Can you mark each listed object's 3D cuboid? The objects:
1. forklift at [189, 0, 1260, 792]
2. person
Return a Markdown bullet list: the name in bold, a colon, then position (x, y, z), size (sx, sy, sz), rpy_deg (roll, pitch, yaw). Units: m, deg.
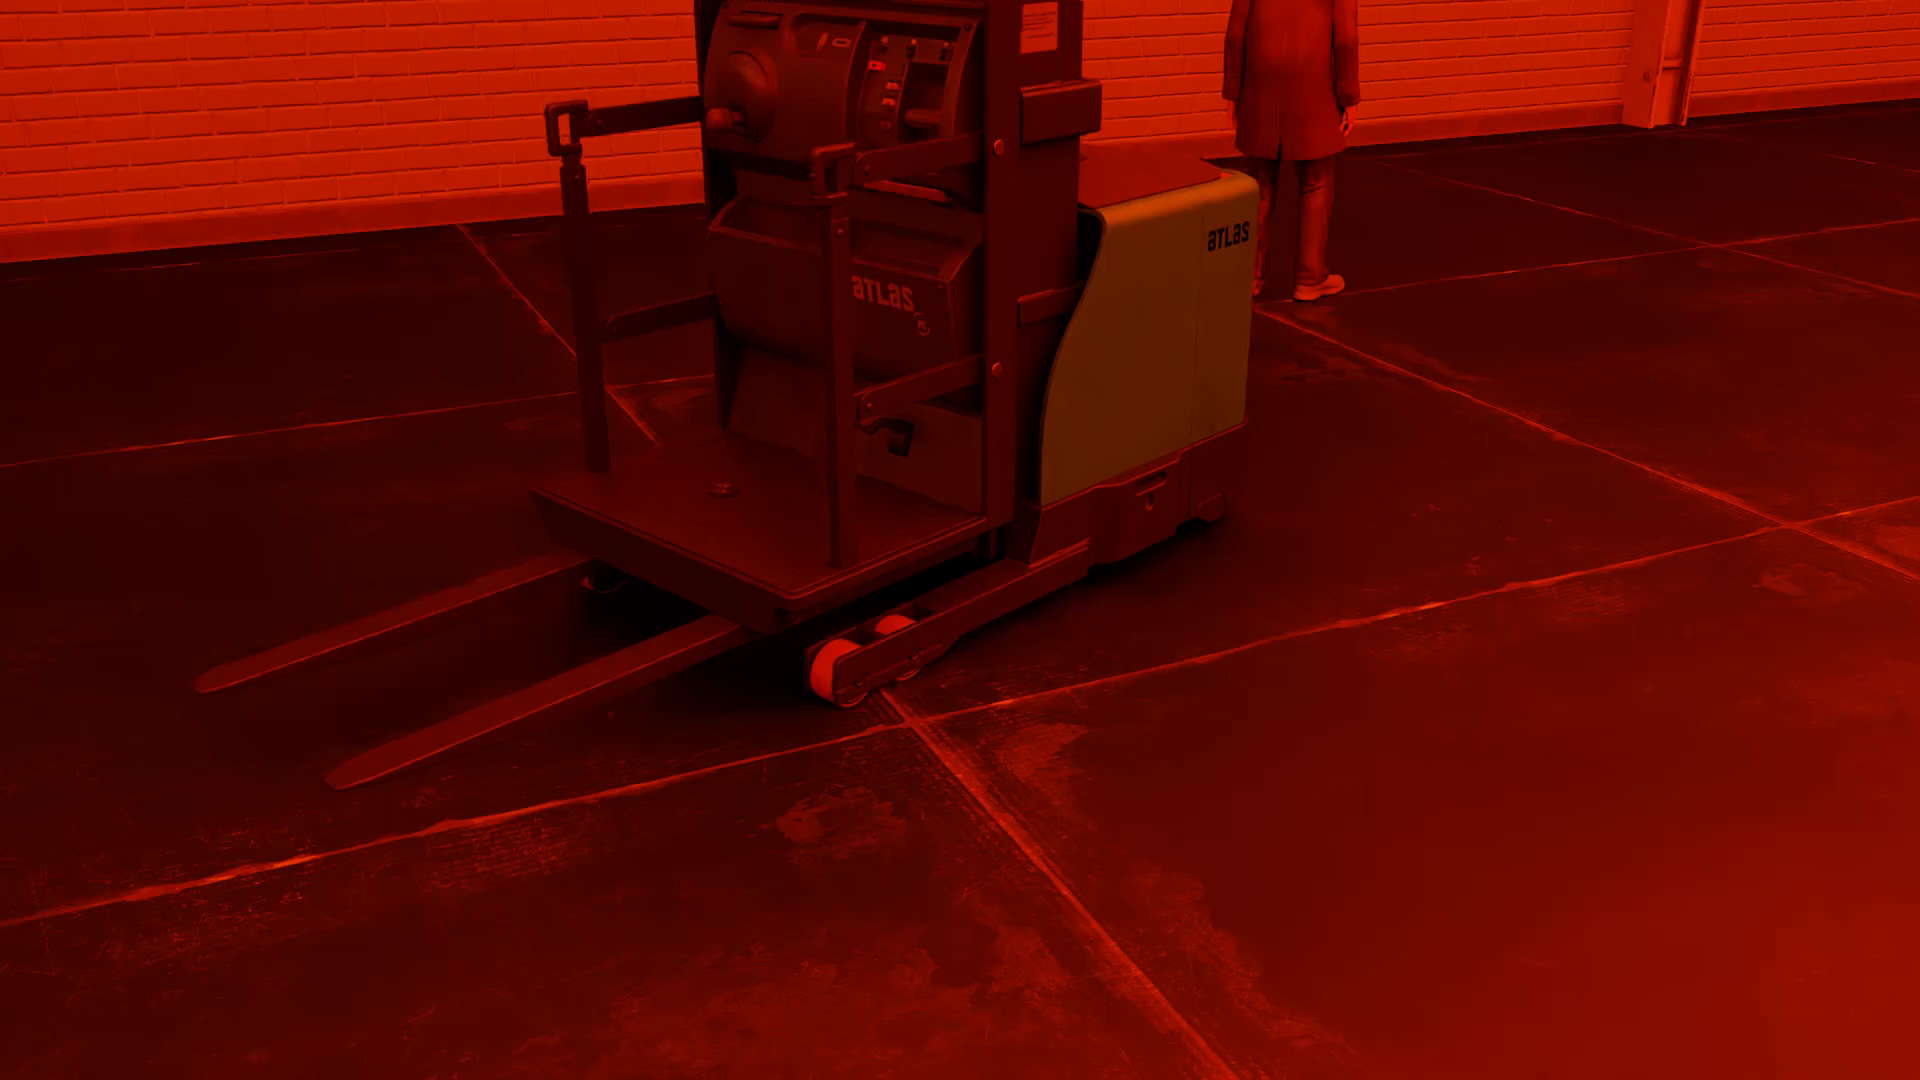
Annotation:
- **forklift**: position (-0.464, -1.131, 4.093), size (1.129, 2.867, 3.031), rpy_deg (19, 29, 39)
- **person**: position (1.528, -2.016, 7.649), size (0.599, 1.772, 0.389), rpy_deg (10, 25, 23)
